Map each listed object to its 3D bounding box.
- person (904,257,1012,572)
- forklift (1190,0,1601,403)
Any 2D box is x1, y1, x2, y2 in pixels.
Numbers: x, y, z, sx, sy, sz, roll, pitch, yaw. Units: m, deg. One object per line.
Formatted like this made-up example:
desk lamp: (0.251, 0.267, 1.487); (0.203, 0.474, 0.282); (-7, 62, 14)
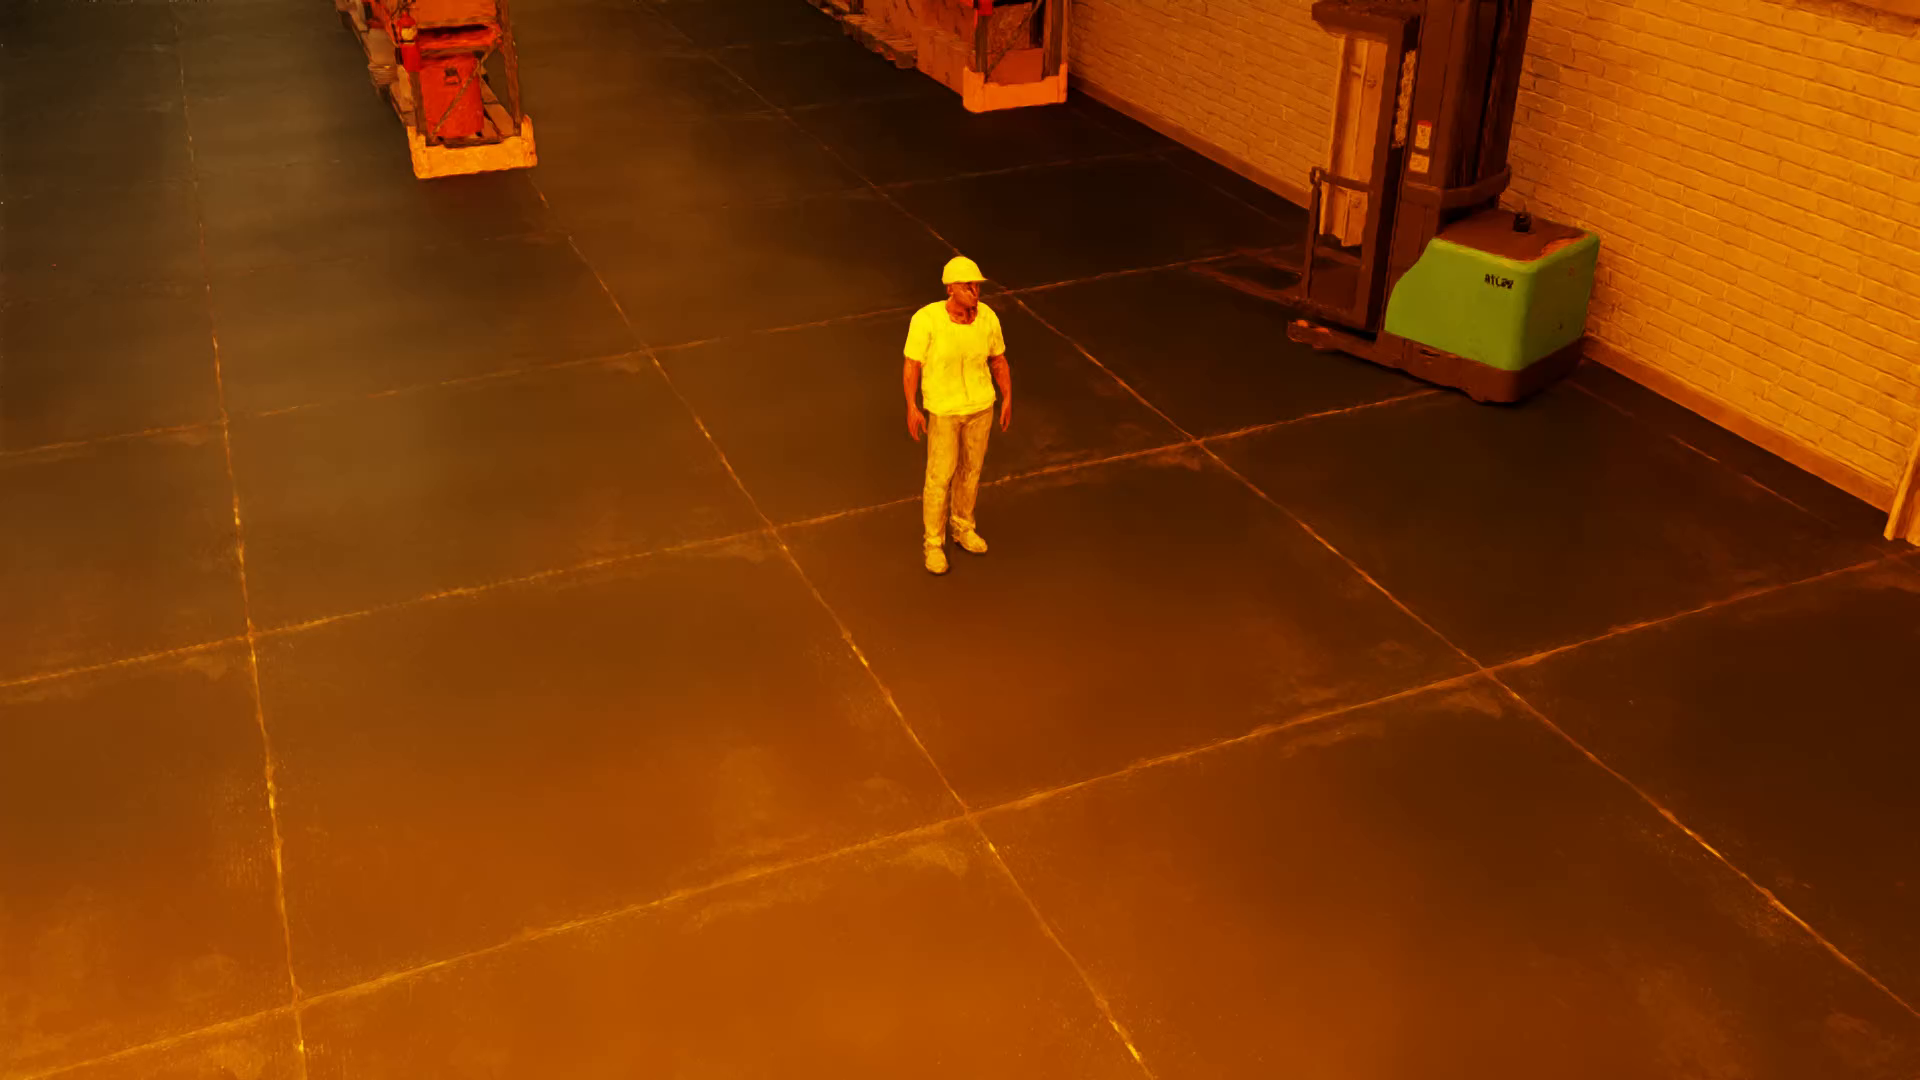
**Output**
person: (0.023, -0.740, 9.573); (0.665, 1.766, 0.576); (-12, 32, -20)
forklift: (3.146, -2.869, 12.137); (1.130, 2.935, 3.031); (-25, 38, -37)
